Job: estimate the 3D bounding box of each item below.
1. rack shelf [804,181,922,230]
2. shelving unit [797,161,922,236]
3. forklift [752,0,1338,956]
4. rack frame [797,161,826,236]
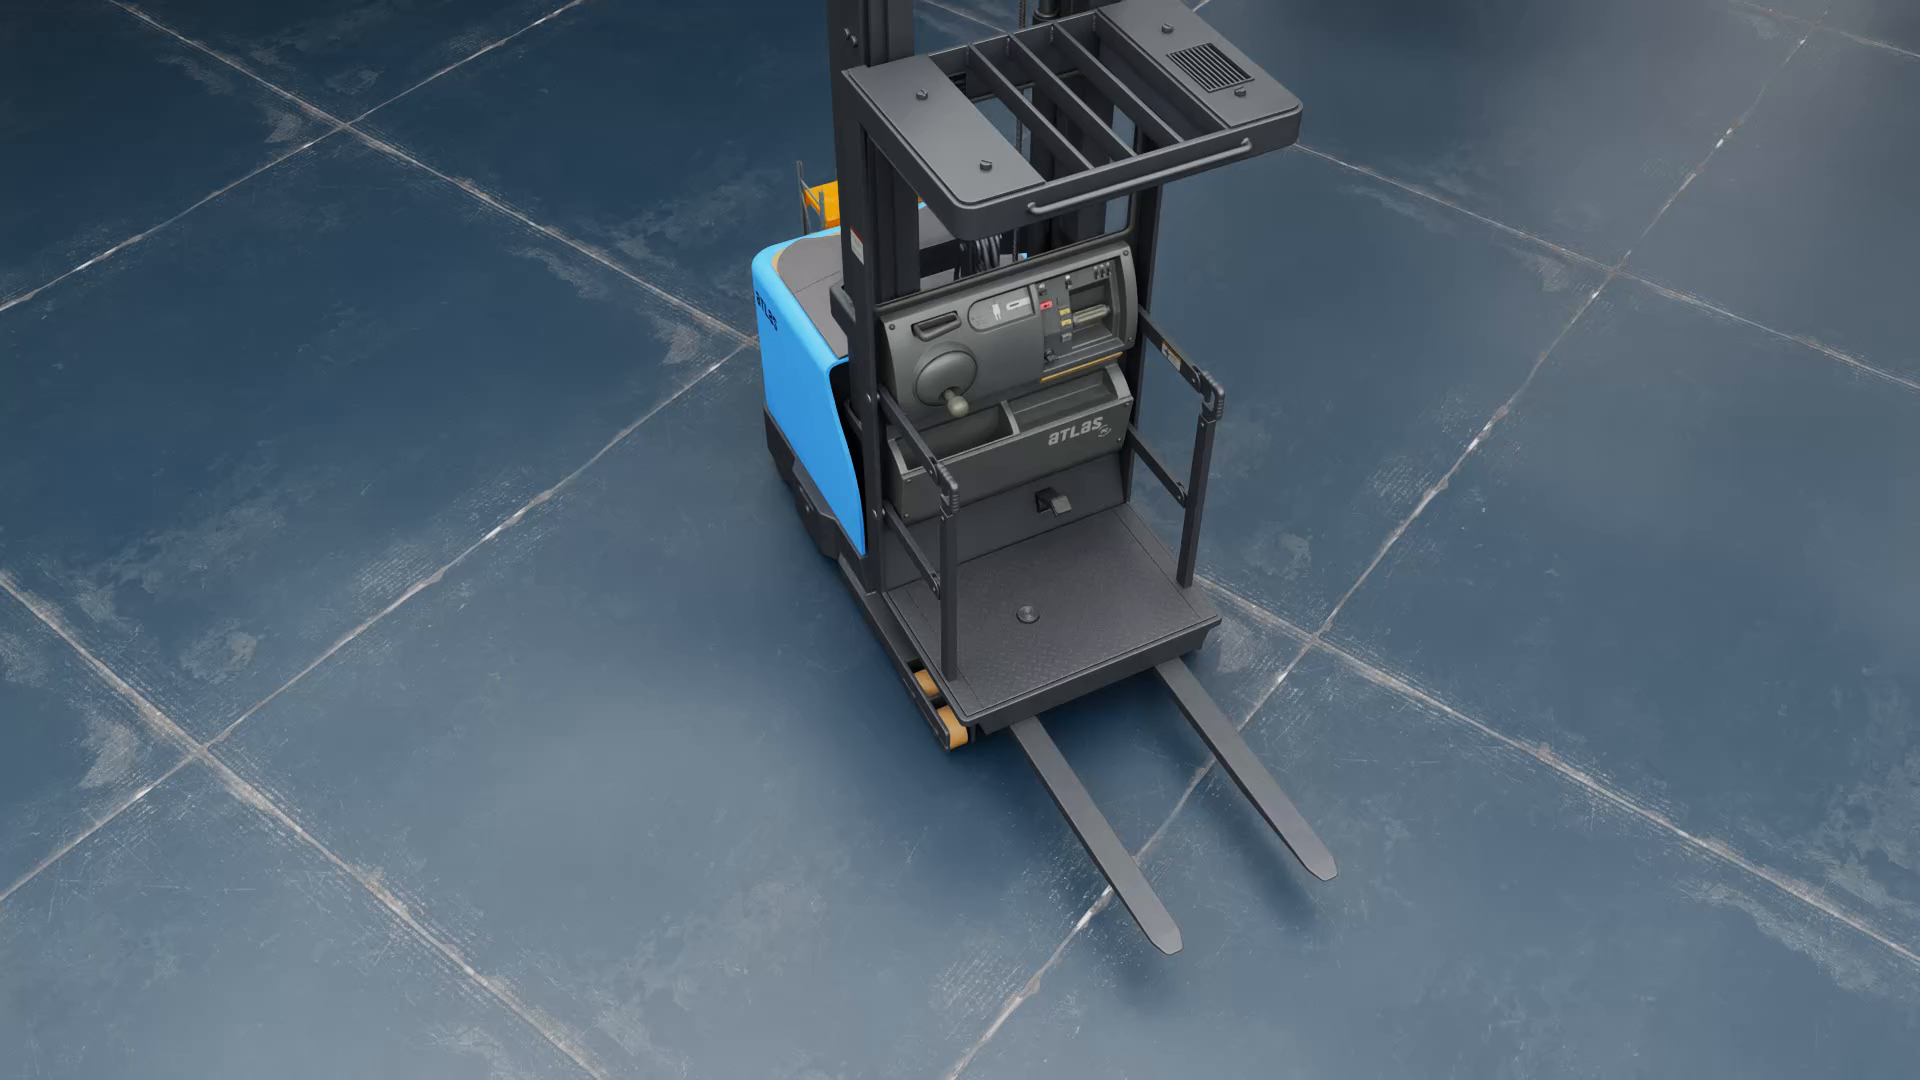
[{"bbox_3d":[-0.382,-1.389,6.869,0.480,0.148,0.258,-20,50,-18],"label":"rack shelf"},{"bbox_3d":[-0.382,-1.118,7.153,0.503,1.200,0.258,-20,50,-18],"label":"shelving unit"},{"bbox_3d":[0.281,-0.611,5.471,1.130,2.935,3.031,-20,50,-18],"label":"forklift"},{"bbox_3d":[-0.599,-1.038,7.077,0.015,1.200,0.240,-20,50,-18],"label":"rack frame"}]
